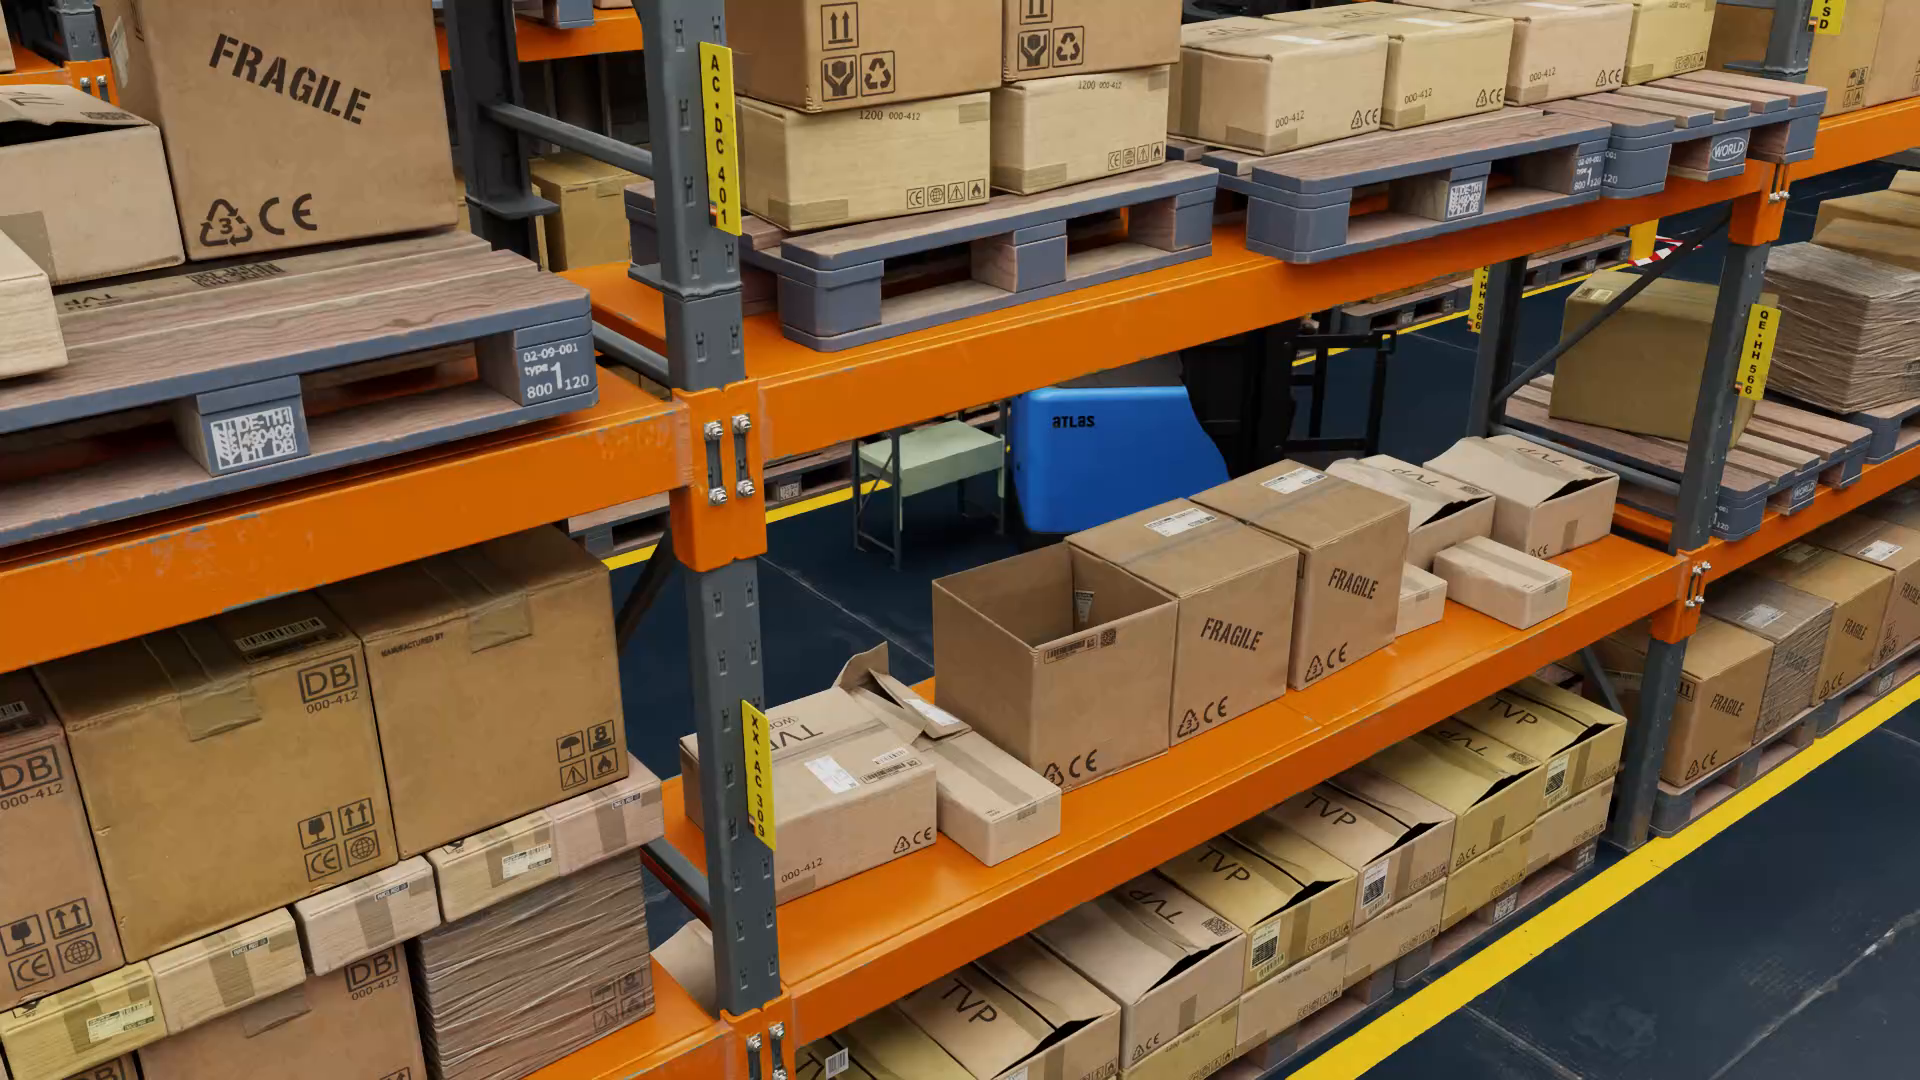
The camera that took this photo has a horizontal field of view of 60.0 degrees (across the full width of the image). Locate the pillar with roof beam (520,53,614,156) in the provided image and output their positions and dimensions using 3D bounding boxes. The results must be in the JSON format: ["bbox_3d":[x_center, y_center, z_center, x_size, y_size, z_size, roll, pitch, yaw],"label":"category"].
[{"bbox_3d":[0.422,-3.182,5.416,0.400,9.000,9.100,-18,31,-34],"label":"pillar with roof beam"}]

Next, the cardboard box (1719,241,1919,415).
[{"bbox_3d":[3.645,-0.909,7.027,0.500,0.500,0.700,-12,28,-24],"label":"cardboard box"}]

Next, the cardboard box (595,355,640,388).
[{"bbox_3d":[-2.101,-0.877,9.132,0.500,0.250,0.500,-18,31,-34],"label":"cardboard box"}]

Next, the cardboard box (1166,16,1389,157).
[{"bbox_3d":[0.776,-1.218,4.428,0.500,0.250,0.500,-21,32,-38],"label":"cardboard box"}]

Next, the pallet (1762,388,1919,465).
[{"bbox_3d":[3.909,-0.717,7.460,1.213,0.211,1.003,-18,31,-34],"label":"pallet"}]

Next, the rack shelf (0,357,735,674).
[{"bbox_3d":[-2.340,0.227,2.490,4.000,0.370,1.077,-18,31,-34],"label":"rack shelf"}]

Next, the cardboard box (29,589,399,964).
[{"bbox_3d":[-1.508,0.357,3.259,0.500,0.500,0.700,-18,31,-34],"label":"cardboard box"}]

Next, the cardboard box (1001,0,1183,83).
[{"bbox_3d":[0.178,-1.385,3.896,0.500,0.500,0.500,-15,29,-29],"label":"cardboard box"}]

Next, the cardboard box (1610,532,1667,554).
[{"bbox_3d":[3.015,-0.040,7.330,0.500,0.250,0.500,-17,30,-32],"label":"cardboard box"}]

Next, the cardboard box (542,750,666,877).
[{"bbox_3d":[-0.848,0.543,3.627,0.250,0.149,0.380,-18,31,-34],"label":"cardboard box"}]

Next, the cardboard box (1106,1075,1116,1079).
[{"bbox_3d":[0.107,1.643,4.914,0.500,0.250,0.500,-17,30,-33],"label":"cardboard box"}]

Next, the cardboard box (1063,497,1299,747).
[{"bbox_3d":[0.657,0.235,5.062,0.500,0.500,0.500,-18,30,-34],"label":"cardboard box"}]

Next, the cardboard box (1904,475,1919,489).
[{"bbox_3d":[4.924,-0.054,8.249,0.500,0.500,0.500,-18,30,-34],"label":"cardboard box"}]

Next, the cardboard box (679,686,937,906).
[{"bbox_3d":[-0.405,0.667,4.428,0.500,0.250,0.500,-16,29,-31],"label":"cardboard box"}]

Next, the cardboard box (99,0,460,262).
[{"bbox_3d":[-1.325,-0.875,3.225,0.500,0.500,0.500,-15,29,-30],"label":"cardboard box"}]

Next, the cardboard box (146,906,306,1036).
[{"bbox_3d":[-1.454,0.744,3.194,0.250,0.149,0.380,-18,31,-34],"label":"cardboard box"}]

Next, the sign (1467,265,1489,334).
[{"bbox_3d":[2.039,-0.964,6.483,0.005,0.325,0.100,-18,31,-34],"label":"sign"}]

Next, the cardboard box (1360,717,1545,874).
[{"bbox_3d":[1.717,0.859,5.936,0.500,0.311,0.500,-19,31,-35],"label":"cardboard box"}]

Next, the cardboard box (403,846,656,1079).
[{"bbox_3d":[-1.111,0.813,3.815,0.500,0.500,0.700,-19,31,-35],"label":"cardboard box"}]

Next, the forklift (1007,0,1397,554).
[{"bbox_3d":[1.813,-1.345,8.665,3.031,2.935,1.130,-2,25,-4],"label":"forklift"}]

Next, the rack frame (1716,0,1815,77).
[{"bbox_3d":[2.382,-3.019,5.065,0.127,3.000,1.000,-18,31,-34],"label":"rack frame"}]

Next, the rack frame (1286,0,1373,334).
[{"bbox_3d":[2.470,-2.977,12.101,0.127,3.000,1.000,-18,31,-34],"label":"rack frame"}]

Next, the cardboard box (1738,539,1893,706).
[{"bbox_3d":[3.723,0.347,7.387,0.500,0.500,0.500,-19,31,-35],"label":"cardboard box"}]

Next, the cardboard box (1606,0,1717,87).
[{"bbox_3d":[2.059,-1.644,5.346,0.500,0.250,0.500,-21,32,-38],"label":"cardboard box"}]

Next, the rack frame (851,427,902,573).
[{"bbox_3d":[-0.447,-0.574,8.704,0.023,1.500,0.400,-19,31,-35],"label":"rack frame"}]

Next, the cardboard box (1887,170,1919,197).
[{"bbox_3d":[5.019,-1.524,8.352,0.700,0.500,0.500,15,29,29],"label":"cardboard box"}]

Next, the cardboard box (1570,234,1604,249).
[{"bbox_3d":[5.128,-2.858,14.314,0.500,0.500,0.700,-18,31,-34],"label":"cardboard box"}]

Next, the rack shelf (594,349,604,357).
[{"bbox_3d":[-2.252,-1.092,8.894,4.000,0.370,1.077,-18,31,-34],"label":"rack shelf"}]

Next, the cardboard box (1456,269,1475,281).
[{"bbox_3d":[3.924,-2.456,13.449,0.500,0.500,0.700,-17,30,-33],"label":"cardboard box"}]

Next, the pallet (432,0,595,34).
[{"bbox_3d":[-2.460,-2.570,7.883,1.003,0.211,1.213,-18,31,-34],"label":"pallet"}]

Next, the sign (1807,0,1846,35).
[{"bbox_3d":[2.718,-1.743,5.171,0.005,0.325,0.100,-18,31,-34],"label":"sign"}]

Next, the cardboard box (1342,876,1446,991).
[{"bbox_3d":[1.317,1.241,5.780,0.500,0.250,0.500,-17,30,-33],"label":"cardboard box"}]

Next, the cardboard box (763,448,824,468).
[{"bbox_3d":[-1.212,-0.799,9.855,0.500,0.500,0.700,-18,30,-33],"label":"cardboard box"}]

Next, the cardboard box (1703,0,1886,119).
[{"bbox_3d":[2.704,-1.828,5.944,0.500,0.500,0.910,-18,31,-34],"label":"cardboard box"}]

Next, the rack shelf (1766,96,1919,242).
[{"bbox_3d":[3.956,-1.852,6.968,4.000,0.370,1.077,-18,31,-34],"label":"rack shelf"}]

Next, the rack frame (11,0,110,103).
[{"bbox_3d":[-3.826,-0.899,7.623,0.127,3.000,1.000,-18,31,-34],"label":"rack frame"}]

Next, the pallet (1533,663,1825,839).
[{"bbox_3d":[2.993,0.786,7.306,1.213,0.211,1.003,-18,31,-34],"label":"pallet"}]

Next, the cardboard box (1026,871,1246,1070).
[{"bbox_3d":[0.517,1.256,5.082,0.500,0.311,0.500,-19,31,-36],"label":"cardboard box"}]

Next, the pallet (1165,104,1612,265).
[{"bbox_3d":[1.025,-1.075,4.665,1.213,0.211,1.003,-17,30,-32],"label":"pallet"}]

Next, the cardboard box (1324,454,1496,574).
[{"bbox_3d":[1.558,-0.089,5.985,0.500,0.311,0.500,-19,31,-35],"label":"cardboard box"}]

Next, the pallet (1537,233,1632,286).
[{"bbox_3d":[5.036,-2.517,14.423,1.213,0.211,1.003,-18,31,-34],"label":"pallet"}]

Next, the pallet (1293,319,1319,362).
[{"bbox_3d":[1.909,-1.487,12.202,1.213,0.211,1.003,-18,31,-34],"label":"pallet"}]

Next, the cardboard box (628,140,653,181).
[{"bbox_3d":[-1.465,-1.903,9.146,0.500,0.500,0.700,-22,33,-39],"label":"cardboard box"}]

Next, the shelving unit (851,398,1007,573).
[{"bbox_3d":[-0.163,-0.671,8.913,0.755,1.500,0.431,-19,31,-35],"label":"shelving unit"}]
